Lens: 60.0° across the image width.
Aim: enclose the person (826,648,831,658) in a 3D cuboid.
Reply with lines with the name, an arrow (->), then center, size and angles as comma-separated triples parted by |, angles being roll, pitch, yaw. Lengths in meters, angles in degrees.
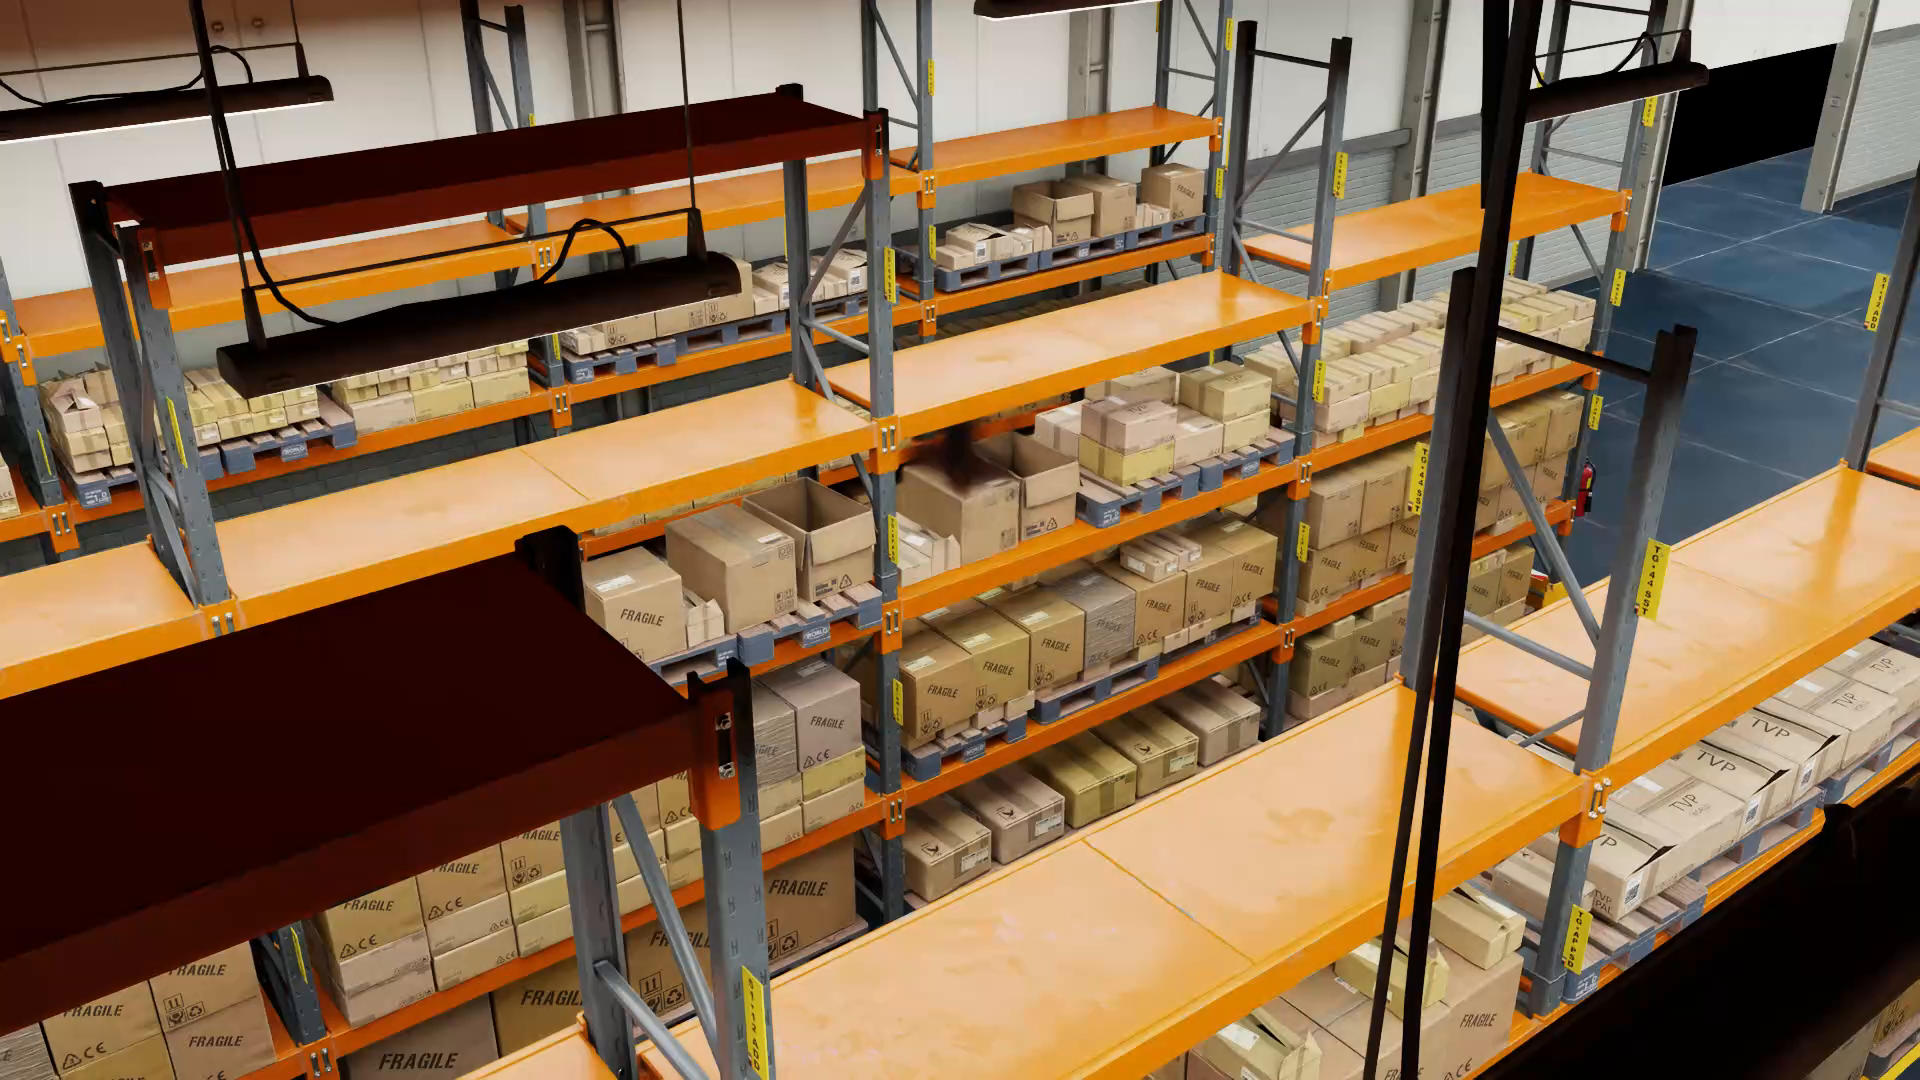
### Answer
person -> -0.804, 0.837, 13.768 | 0.572, 1.795, 0.541 | -17, 31, -31
